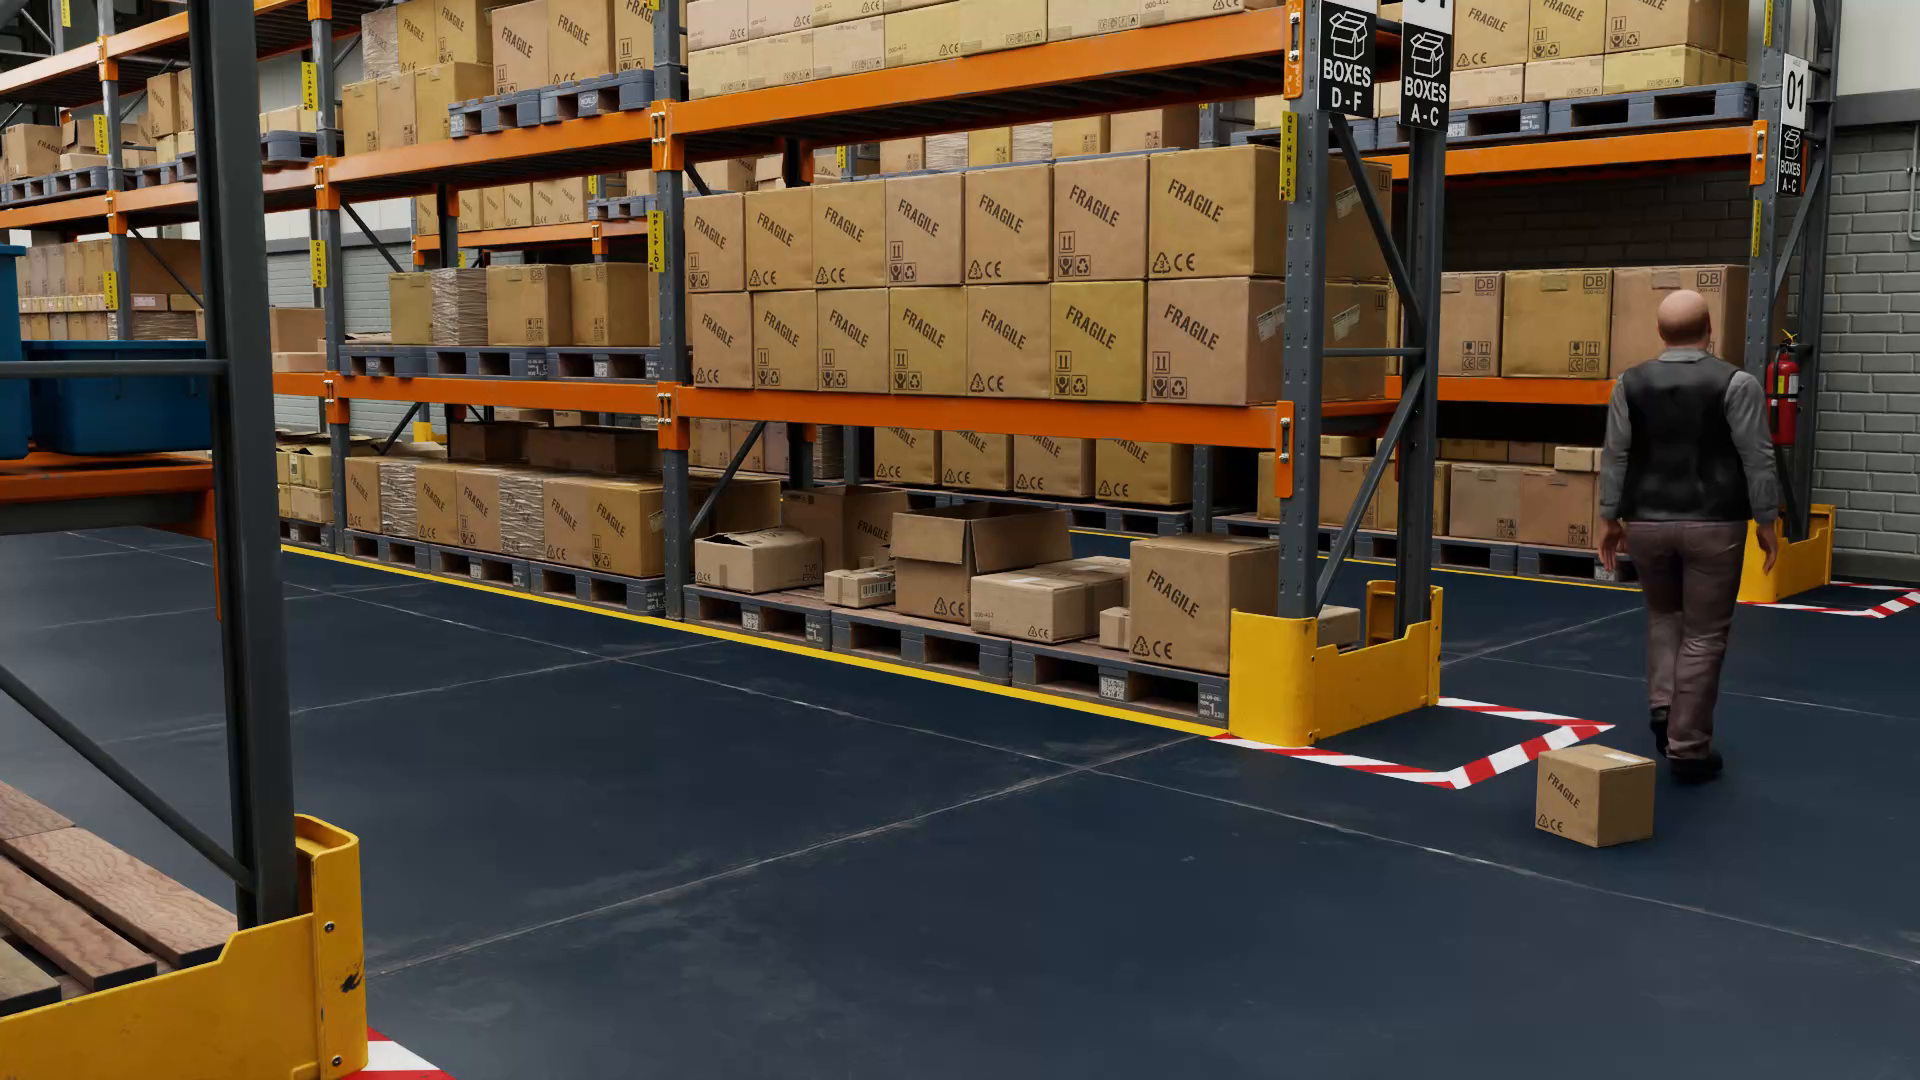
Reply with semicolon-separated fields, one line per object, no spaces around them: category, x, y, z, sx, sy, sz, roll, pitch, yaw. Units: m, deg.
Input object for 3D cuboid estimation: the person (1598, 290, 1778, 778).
person;2.628;-0.025;5.985;0.585;1.731;0.524;6;9;42
